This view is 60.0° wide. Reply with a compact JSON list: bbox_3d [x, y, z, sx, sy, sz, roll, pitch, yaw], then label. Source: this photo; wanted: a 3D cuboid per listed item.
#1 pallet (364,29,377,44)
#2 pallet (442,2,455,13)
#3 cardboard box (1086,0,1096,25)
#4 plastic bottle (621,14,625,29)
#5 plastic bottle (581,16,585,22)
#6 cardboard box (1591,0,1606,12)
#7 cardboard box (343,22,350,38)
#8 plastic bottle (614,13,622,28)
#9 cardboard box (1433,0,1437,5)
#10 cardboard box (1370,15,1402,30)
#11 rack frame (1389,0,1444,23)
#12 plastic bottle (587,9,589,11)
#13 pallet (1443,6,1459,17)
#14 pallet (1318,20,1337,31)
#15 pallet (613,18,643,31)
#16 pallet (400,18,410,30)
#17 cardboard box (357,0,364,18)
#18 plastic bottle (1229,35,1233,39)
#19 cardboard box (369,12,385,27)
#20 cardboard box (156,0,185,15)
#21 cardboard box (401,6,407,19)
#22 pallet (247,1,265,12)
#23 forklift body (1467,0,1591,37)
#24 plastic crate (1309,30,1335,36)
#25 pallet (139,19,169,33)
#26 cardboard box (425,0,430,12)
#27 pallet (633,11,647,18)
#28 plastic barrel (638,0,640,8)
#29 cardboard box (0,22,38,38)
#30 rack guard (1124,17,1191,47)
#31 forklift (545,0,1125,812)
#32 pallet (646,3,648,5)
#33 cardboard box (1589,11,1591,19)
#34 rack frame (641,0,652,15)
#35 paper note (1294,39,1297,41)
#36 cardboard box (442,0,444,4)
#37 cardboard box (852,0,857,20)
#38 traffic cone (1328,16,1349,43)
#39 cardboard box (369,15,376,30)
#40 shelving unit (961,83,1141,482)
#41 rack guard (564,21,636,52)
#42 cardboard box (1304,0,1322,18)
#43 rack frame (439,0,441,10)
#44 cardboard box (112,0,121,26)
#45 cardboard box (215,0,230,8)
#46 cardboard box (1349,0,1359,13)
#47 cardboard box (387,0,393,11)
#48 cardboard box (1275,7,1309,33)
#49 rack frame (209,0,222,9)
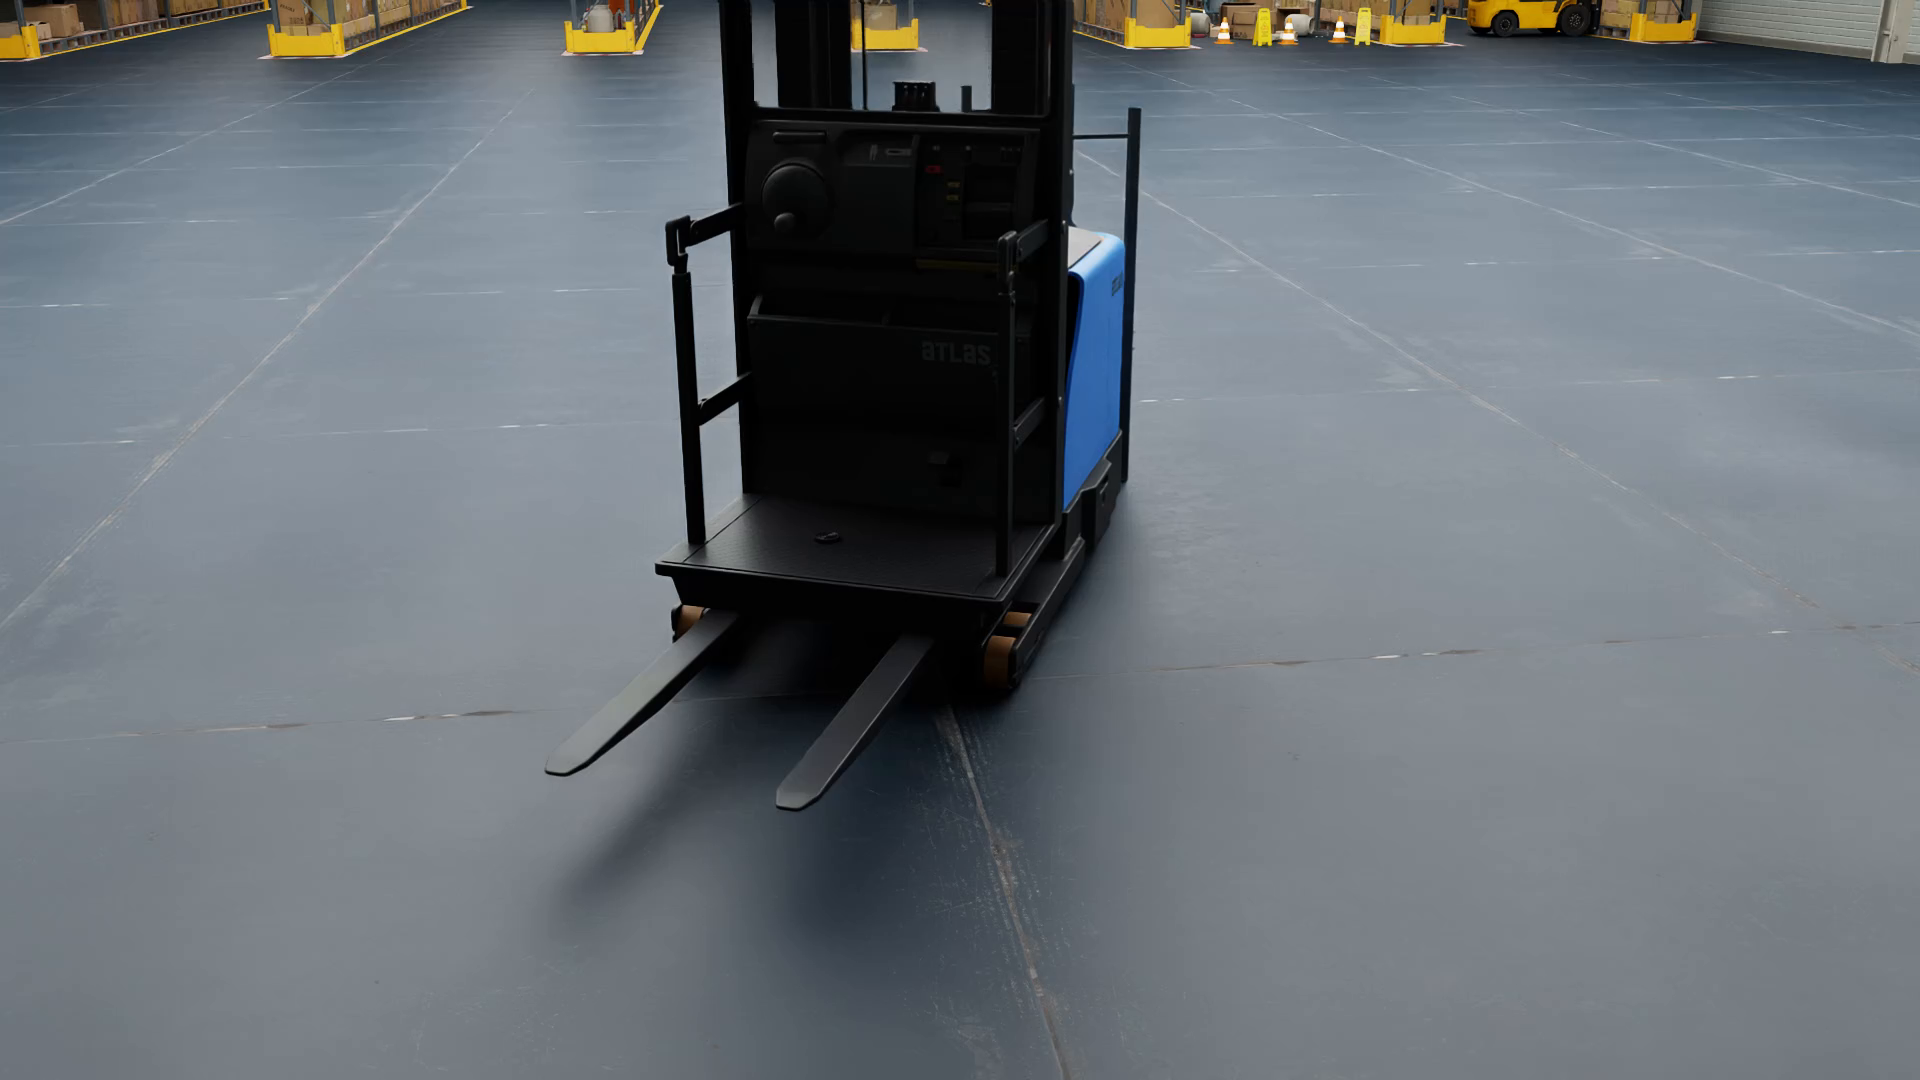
[{"bbox_3d":[-11.638,-9.504,31.361,1.003,0.211,1.213,-3,21,-8],"label":"pallet"},{"bbox_3d":[-13.141,-13.212,41.290,1.003,0.211,1.213,-3,21,-8],"label":"pallet"},{"bbox_3d":[3.037,-10.781,33.232,0.875,0.875,0.875,-3,21,-7],"label":"cardboard box"},{"bbox_3d":[-6.337,-9.823,31.494,0.152,0.276,0.135,-3,21,-7],"label":"plastic bottle"},{"bbox_3d":[-6.966,-9.538,30.720,0.061,0.283,0.133,-2,21,-6],"label":"plastic bottle"},{"bbox_3d":[12.851,-10.600,32.925,0.500,0.250,0.500,-3,21,-9],"label":"cardboard box"},{"bbox_3d":[-11.067,-8.981,29.305,0.500,0.250,0.500,-3,21,-8],"label":"cardboard box"},{"bbox_3d":[-6.546,-9.975,31.901,0.152,0.276,0.135,-3,21,-8],"label":"plastic bottle"},{"bbox_3d":[11.820,-13.239,40.347,0.500,0.500,0.500,-2,21,-5],"label":"cardboard box"},{"bbox_3d":[8.089,-9.884,31.723,0.500,0.250,0.500,-3,21,-8],"label":"cardboard box"},{"bbox_3d":[8.476,-10.701,30.580,1.000,3.000,0.127,-3,21,-8],"label":"rack frame"},{"bbox_3d":[-7.076,-9.936,31.688,0.144,0.351,0.185,-4,21,-10],"label":"plastic bottle"},{"bbox_3d":[12.163,-12.677,39.855,1.003,0.211,1.213,-3,21,-8],"label":"pallet"},{"bbox_3d":[8.031,-10.549,34.158,1.003,0.211,1.213,-3,21,-8],"label":"pallet"},{"bbox_3d":[-7.140,-10.723,34.625,1.003,0.211,1.213,-3,21,-8],"label":"pallet"},{"bbox_3d":[-12.207,-10.879,35.043,1.003,0.211,1.213,-3,21,-8],"label":"pallet"},{"bbox_3d":[-11.291,-9.851,30.564,0.500,0.500,0.500,-3,21,-8],"label":"cardboard box"},{"bbox_3d":[5.170,-9.769,32.284,0.133,0.061,0.283,-11,23,-26],"label":"plastic bottle"},{"bbox_3d":[-11.524,-10.149,32.431,0.500,0.250,0.500,-3,21,-9],"label":"cardboard box"},{"bbox_3d":[-17.165,-11.672,35.653,0.750,0.750,0.750,-3,21,-8],"label":"cardboard box"},{"bbox_3d":[-11.893,-11.033,34.799,0.500,0.250,0.500,-3,21,-8],"label":"cardboard box"},{"bbox_3d":[-18.149,-13.412,41.824,1.003,0.211,1.213,-3,21,-8],"label":"pallet"},{"bbox_3d":[11.308,-11.120,32.914,2.313,2.155,1.214,-3,21,-8],"label":"forklift body"},{"bbox_3d":[7.314,-10.133,33.233,0.402,0.080,0.583,-11,23,-26],"label":"plastic crate"},{"bbox_3d":[-17.078,-10.645,34.414,1.003,0.211,1.213,-3,21,-8],"label":"pallet"},{"bbox_3d":[-12.299,-12.215,37.578,0.500,0.500,0.500,-4,21,-10],"label":"cardboard box"},{"bbox_3d":[-7.540,-11.686,37.202,1.003,0.211,1.213,-3,21,-8],"label":"pallet"},{"bbox_3d":[-7.798,-12.885,38.828,0.600,0.901,0.708,-3,21,-8],"label":"plastic barrel"},{"bbox_3d":[-16.046,-8.642,28.282,0.500,0.311,0.500,-5,21,-14],"label":"cardboard box"},{"bbox_3d":[3.595,-9.237,30.233,1.175,0.500,0.348,-3,21,-8],"label":"rack guard"},{"bbox_3d":[-0.272,-1.074,4.902,1.130,2.935,3.031,6,21,15],"label":"forklift"},{"bbox_3d":[-8.106,-13.052,40.861,1.003,0.211,1.213,-3,21,-8],"label":"pallet"},{"bbox_3d":[12.784,-10.533,33.460,0.500,0.250,0.500,-2,21,-6],"label":"cardboard box"},{"bbox_3d":[-7.962,-14.106,39.697,1.000,3.000,0.127,-3,21,-8],"label":"rack frame"},{"bbox_3d":[6.370,-9.537,31.707,0.148,0.019,0.142,-11,23,-26],"label":"paper note"},{"bbox_3d":[-12.845,-13.192,40.669,0.380,0.166,0.250,-3,21,-8],"label":"cardboard box"},{"bbox_3d":[-1.799,-10.273,32.408,0.500,0.500,0.500,4,21,9],"label":"cardboard box"},{"bbox_3d":[7.137,-9.596,31.248,0.336,0.463,0.334,-3,21,-8],"label":"traffic cone"},{"bbox_3d":[-11.428,-9.847,31.623,0.500,0.250,0.500,-3,21,-8],"label":"cardboard box"},{"bbox_3d":[0.349,-1.108,7.040,0.538,1.500,1.048,-4,21,-10],"label":"shelving unit"},{"bbox_3d":[-6.290,-8.804,29.074,1.175,0.500,0.348,-3,21,-8],"label":"rack guard"},{"bbox_3d":[7.821,-11.233,35.160,0.950,0.372,0.625,-3,21,-7],"label":"cardboard box"},{"bbox_3d":[-12.864,-13.858,39.032,1.000,3.000,0.127,-3,21,-8],"label":"rack frame"},{"bbox_3d":[-16.859,-10.302,32.456,0.700,0.500,0.500,-3,21,-9],"label":"cardboard box"},{"bbox_3d":[-17.772,-12.896,39.430,0.700,0.500,0.500,-3,21,-7],"label":"cardboard box"},{"bbox_3d":[7.958,-10.581,32.516,0.500,0.500,0.500,-3,21,-9],"label":"cardboard box"},{"bbox_3d":[-11.667,-10.767,33.286,0.500,0.311,0.500,-4,21,-10],"label":"cardboard box"},{"bbox_3d":[6.707,-10.476,33.548,0.500,0.500,0.500,12,24,29],"label":"cardboard box"},{"bbox_3d":[-17.766,-13.606,38.359,1.000,3.000,0.127,-3,21,-8],"label":"rack frame"}]
